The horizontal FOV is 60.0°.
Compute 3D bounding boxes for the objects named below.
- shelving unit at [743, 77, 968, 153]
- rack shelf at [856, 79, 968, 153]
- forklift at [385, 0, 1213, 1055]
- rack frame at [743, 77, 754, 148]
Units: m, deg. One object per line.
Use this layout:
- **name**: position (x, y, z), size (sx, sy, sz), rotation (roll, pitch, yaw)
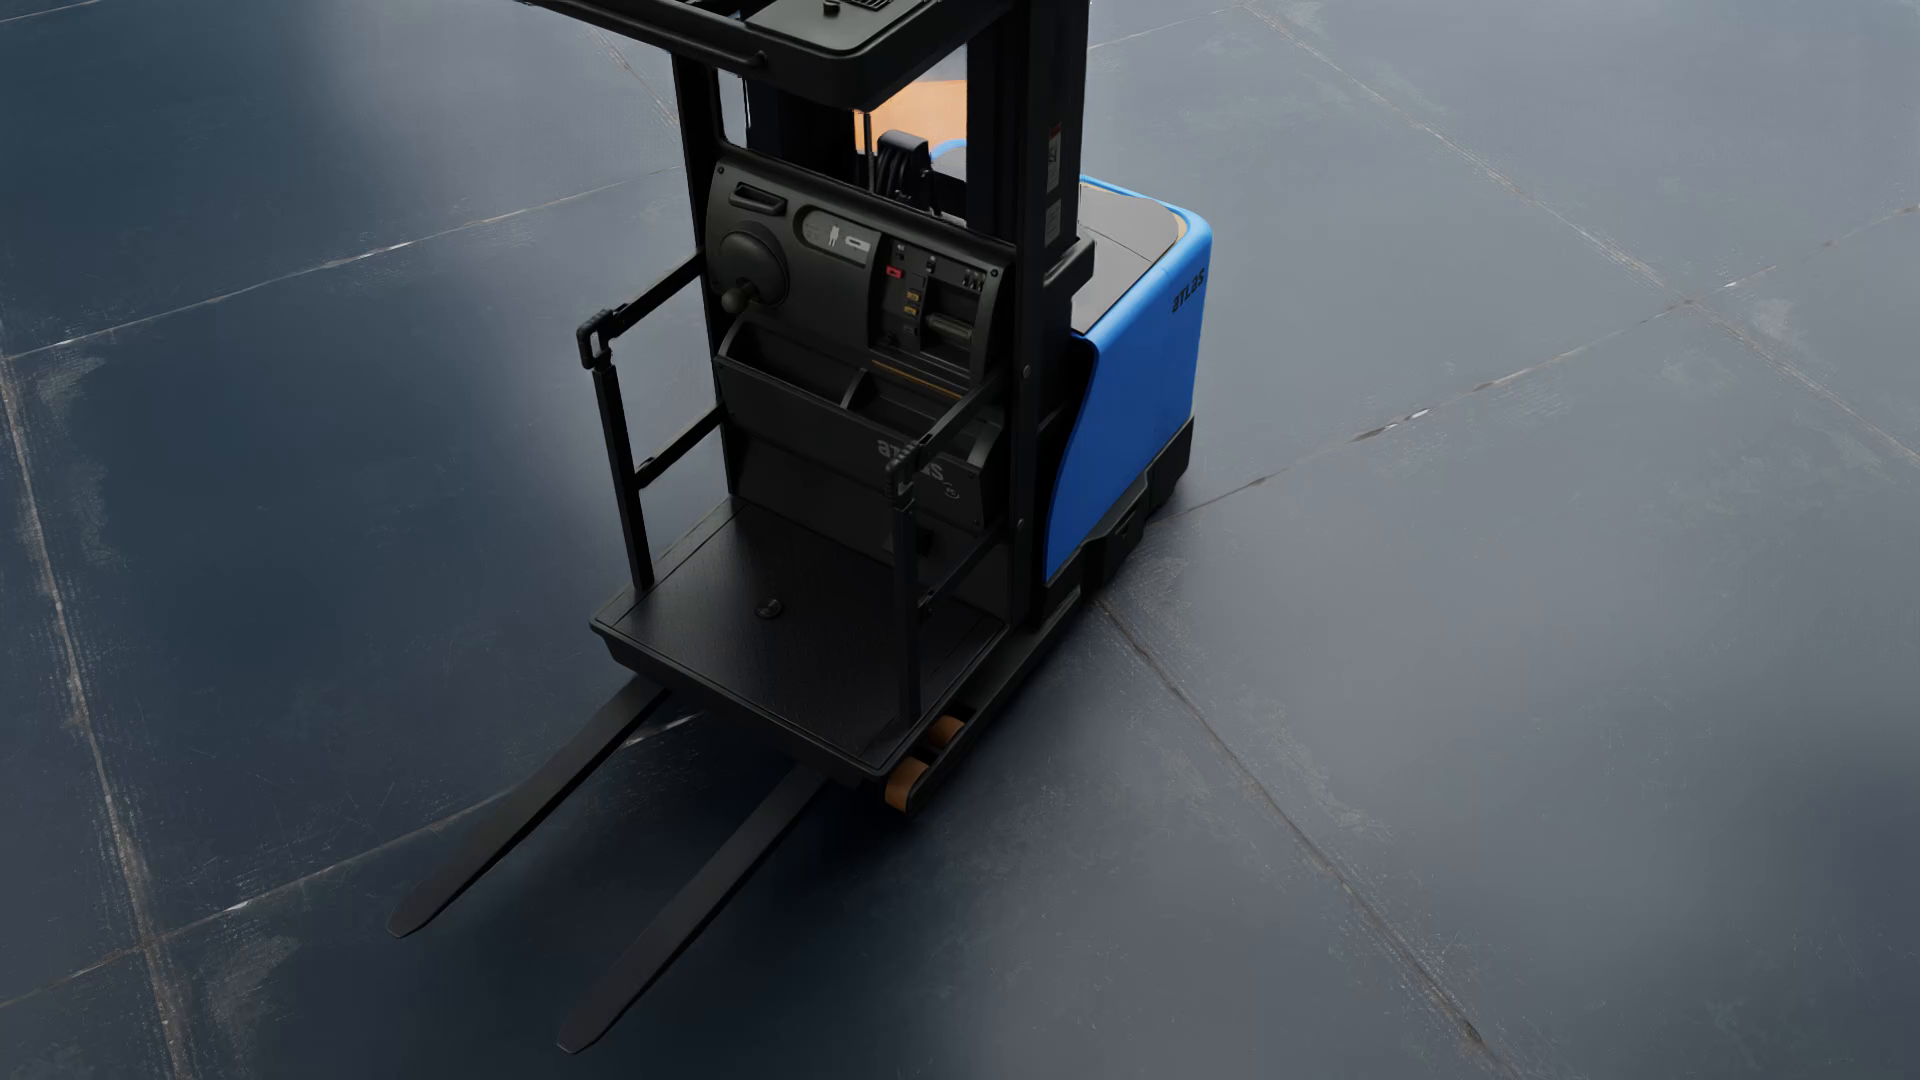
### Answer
- **shelving unit**: position (-0.226, -1.194, 6.173), size (1.048, 1.125, 0.538), rotation (-5, 44, -5)
- **rack shelf**: position (-0.226, -1.404, 5.969), size (1.000, 0.278, 0.538), rotation (-5, 44, -5)
- **forklift**: position (-0.410, -0.625, 4.290), size (1.130, 2.935, 3.031), rotation (24, 49, 23)
- **rack frame**: position (-0.730, -1.148, 6.125), size (0.032, 1.125, 0.500), rotation (-5, 44, -5)
